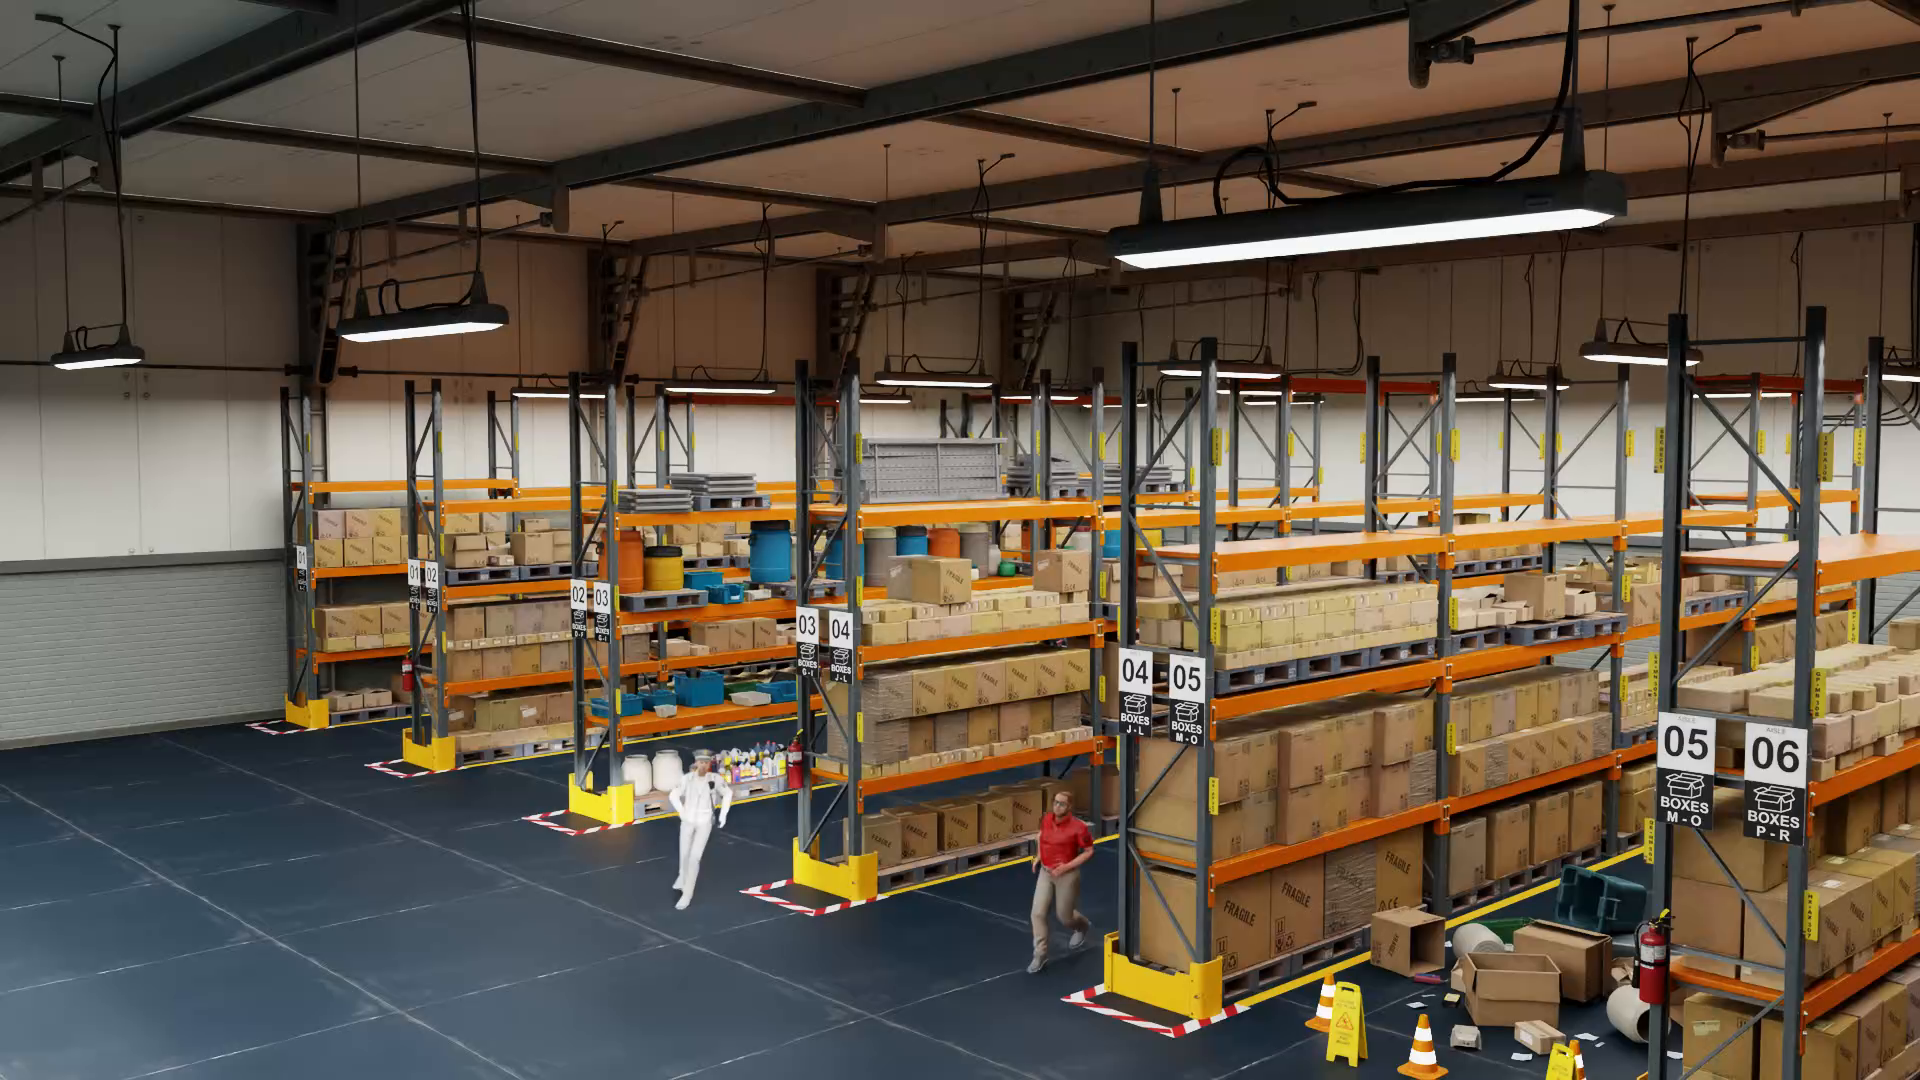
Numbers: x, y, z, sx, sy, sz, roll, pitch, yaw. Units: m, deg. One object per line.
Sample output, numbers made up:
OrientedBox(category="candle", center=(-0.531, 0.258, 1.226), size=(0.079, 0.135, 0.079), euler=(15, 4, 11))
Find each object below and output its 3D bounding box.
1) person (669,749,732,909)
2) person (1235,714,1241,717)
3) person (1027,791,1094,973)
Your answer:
OrientedBox(category="person", center=(-2.901, 3.152, 18.437), size=(0.684, 1.704, 0.830), euler=(0, 4, 3))
OrientedBox(category="person", center=(3.488, 2.988, 20.429), size=(0.658, 1.822, 0.734), euler=(3, 5, 41))
OrientedBox(category="person", center=(0.998, 3.298, 16.216), size=(0.690, 1.732, 0.879), euler=(3, 4, 34))
